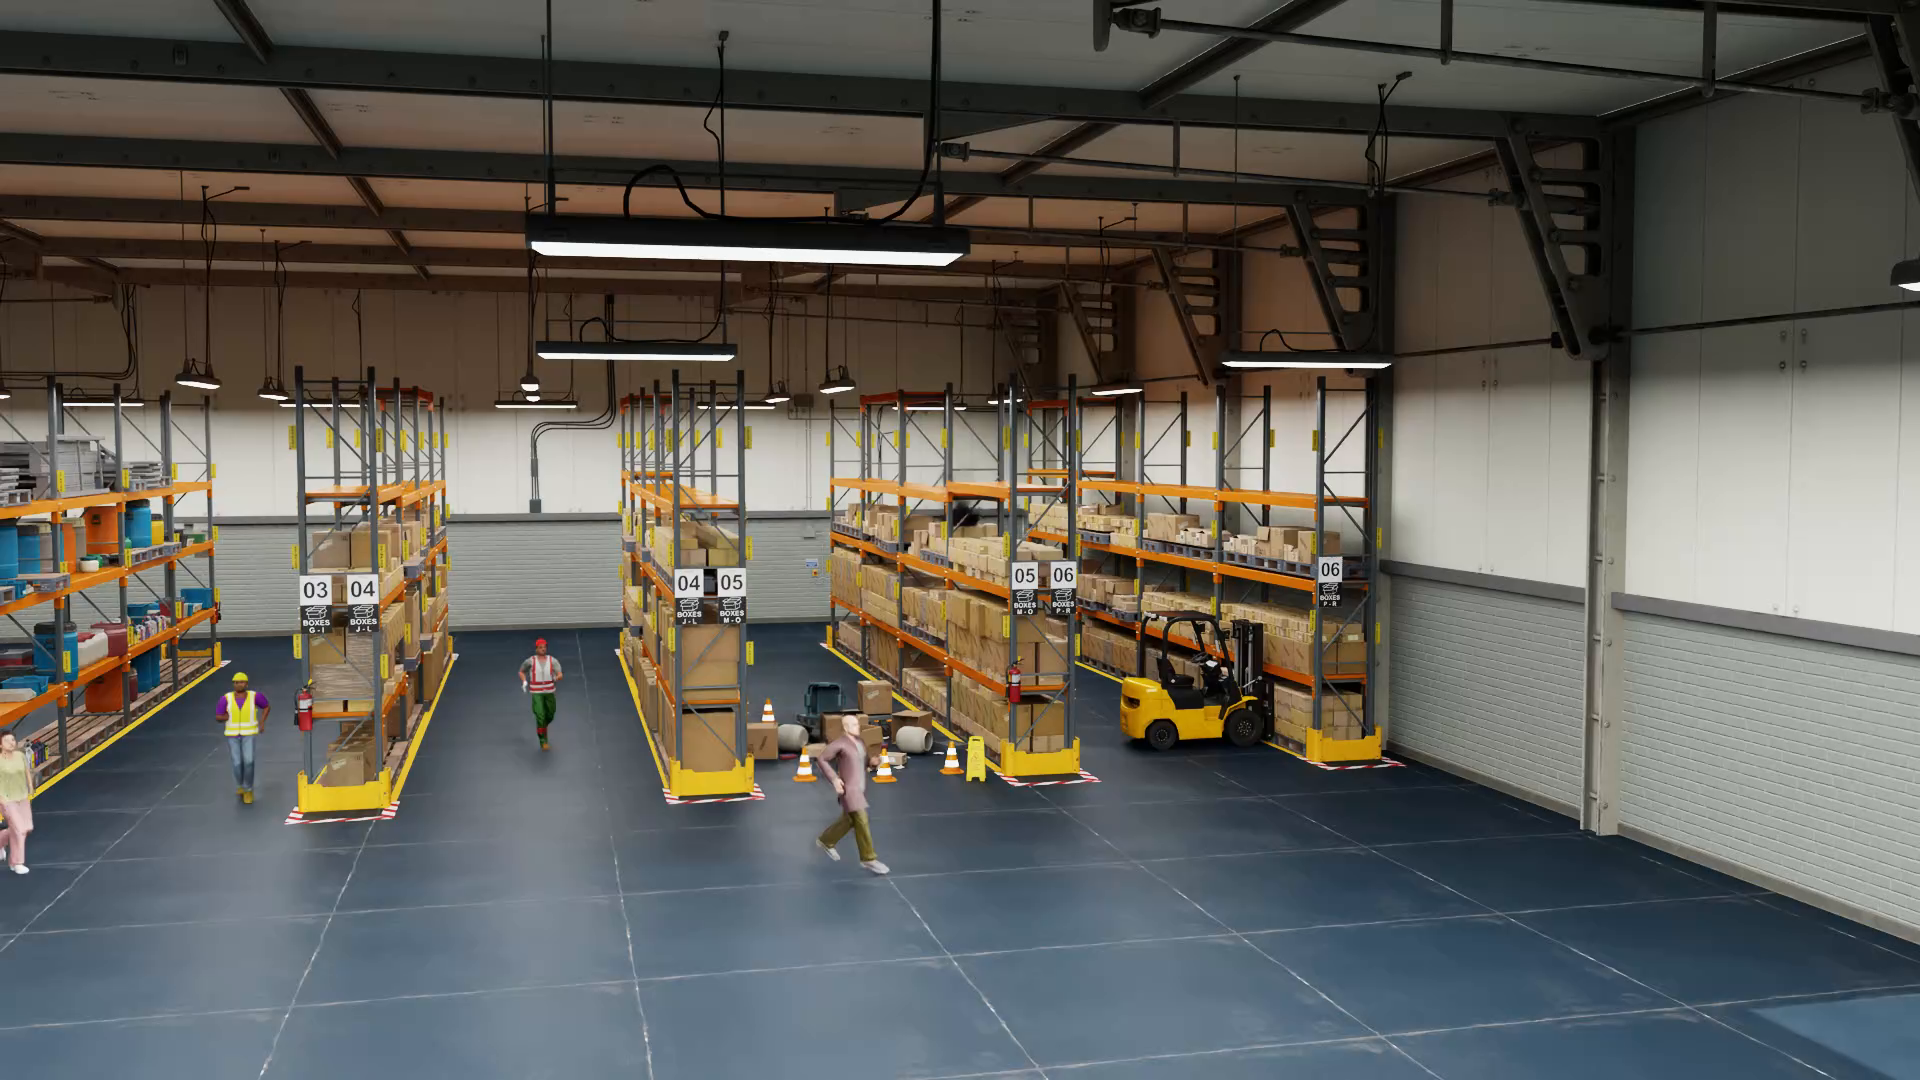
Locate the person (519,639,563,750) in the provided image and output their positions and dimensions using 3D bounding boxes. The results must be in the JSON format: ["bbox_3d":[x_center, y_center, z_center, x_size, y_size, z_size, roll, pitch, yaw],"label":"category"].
[{"bbox_3d":[-6.797,2.491,27.053,0.667,1.768,0.963,-2,4,-27],"label":"person"}]

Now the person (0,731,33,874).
[{"bbox_3d":[-11.084,3.038,19.359,0.627,1.645,0.576,2,4,25],"label":"person"}]

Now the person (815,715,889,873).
[{"bbox_3d":[-1.264,2.926,19.367,1.046,1.780,0.695,2,4,24],"label":"person"}]

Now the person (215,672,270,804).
[{"bbox_3d":[-9.965,2.746,23.073,0.673,1.823,0.711,-1,4,-15],"label":"person"}]
